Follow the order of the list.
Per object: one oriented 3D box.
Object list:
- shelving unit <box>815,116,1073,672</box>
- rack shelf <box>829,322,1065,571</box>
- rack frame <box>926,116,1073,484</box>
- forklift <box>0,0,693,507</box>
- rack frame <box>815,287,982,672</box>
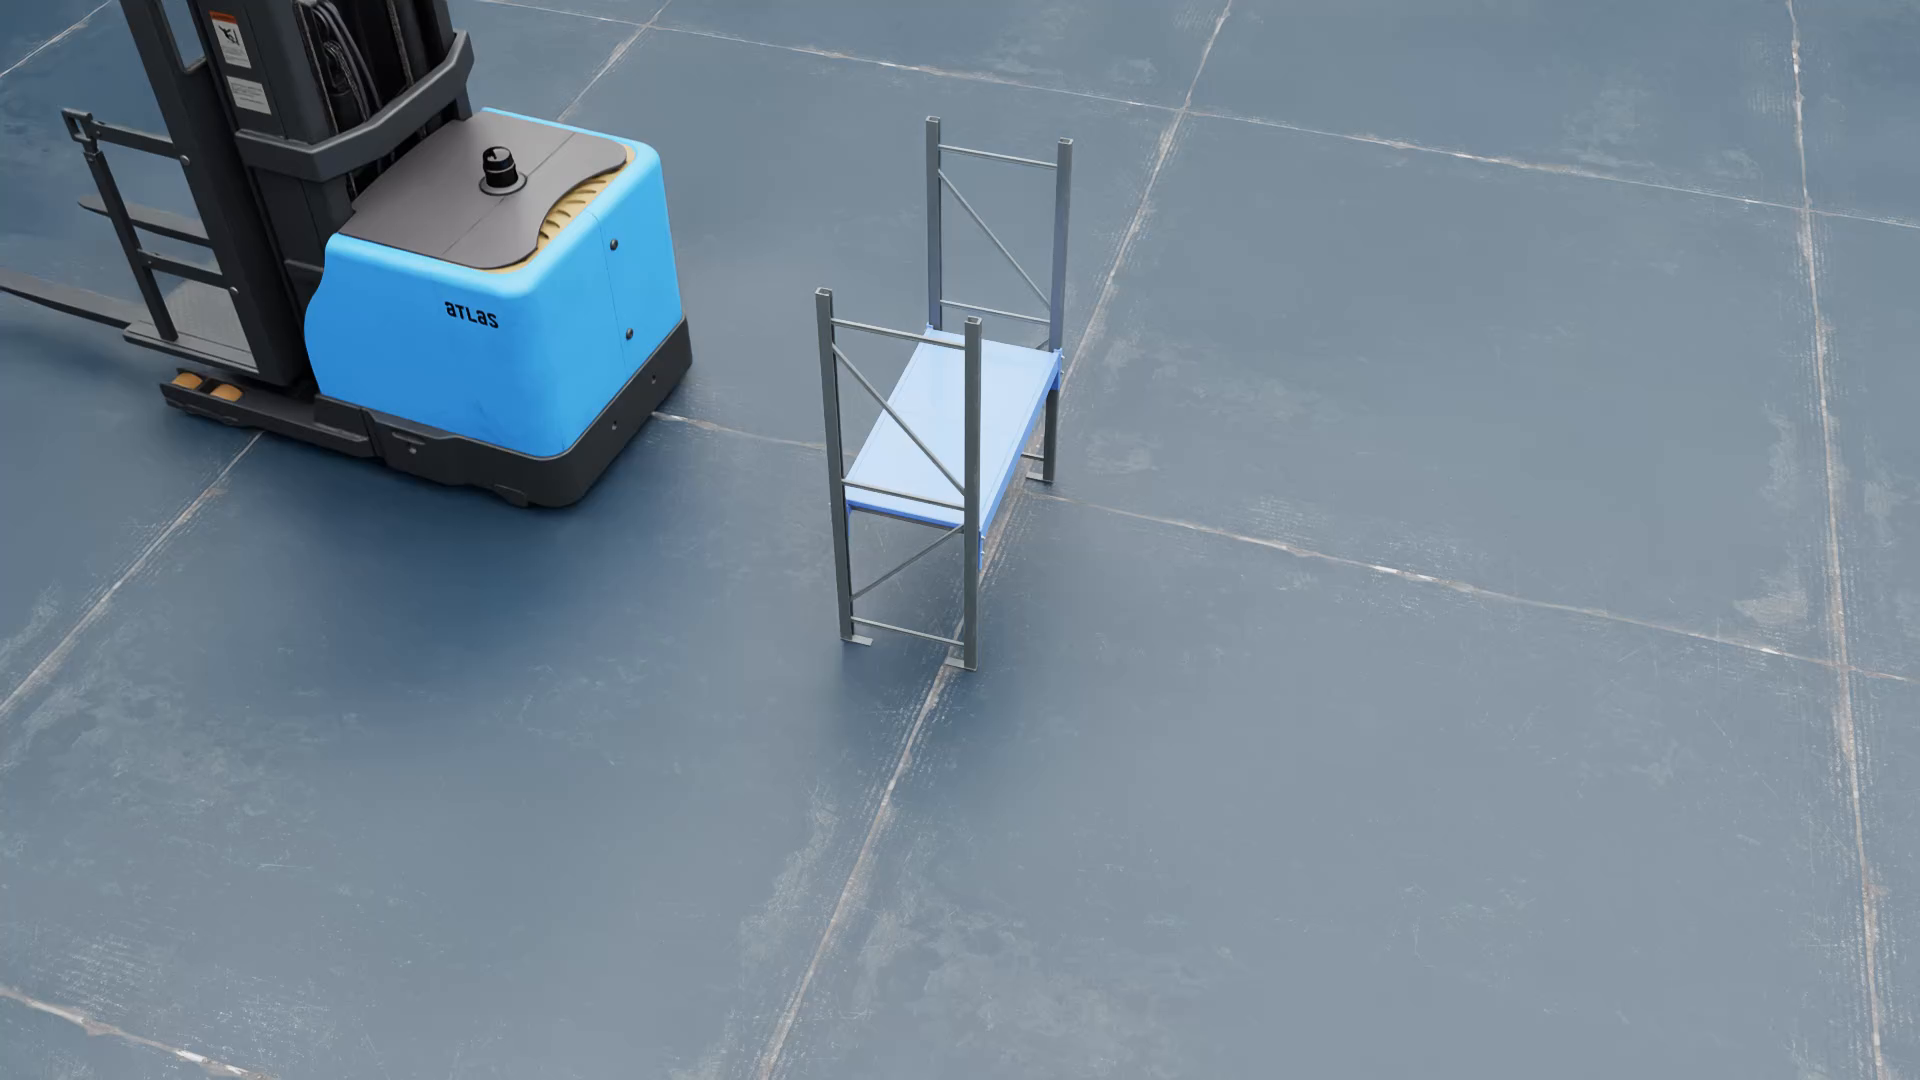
[{"bbox_3d":[-0.026,-0.479,5.667,0.538,1.500,1.048,13,46,12],"label":"shelving unit"},{"bbox_3d":[-0.026,-0.351,5.793,0.538,0.185,1.000,13,46,12],"label":"rack shelf"},{"bbox_3d":[0.128,-0.818,6.014,0.500,1.500,0.032,13,46,12],"label":"rack frame"},{"bbox_3d":[-2.678,-1.835,6.030,3.031,2.935,1.130,16,47,16],"label":"forklift"},{"bbox_3d":[-0.180,-0.140,5.321,0.500,1.500,0.032,13,46,12],"label":"rack frame"}]
